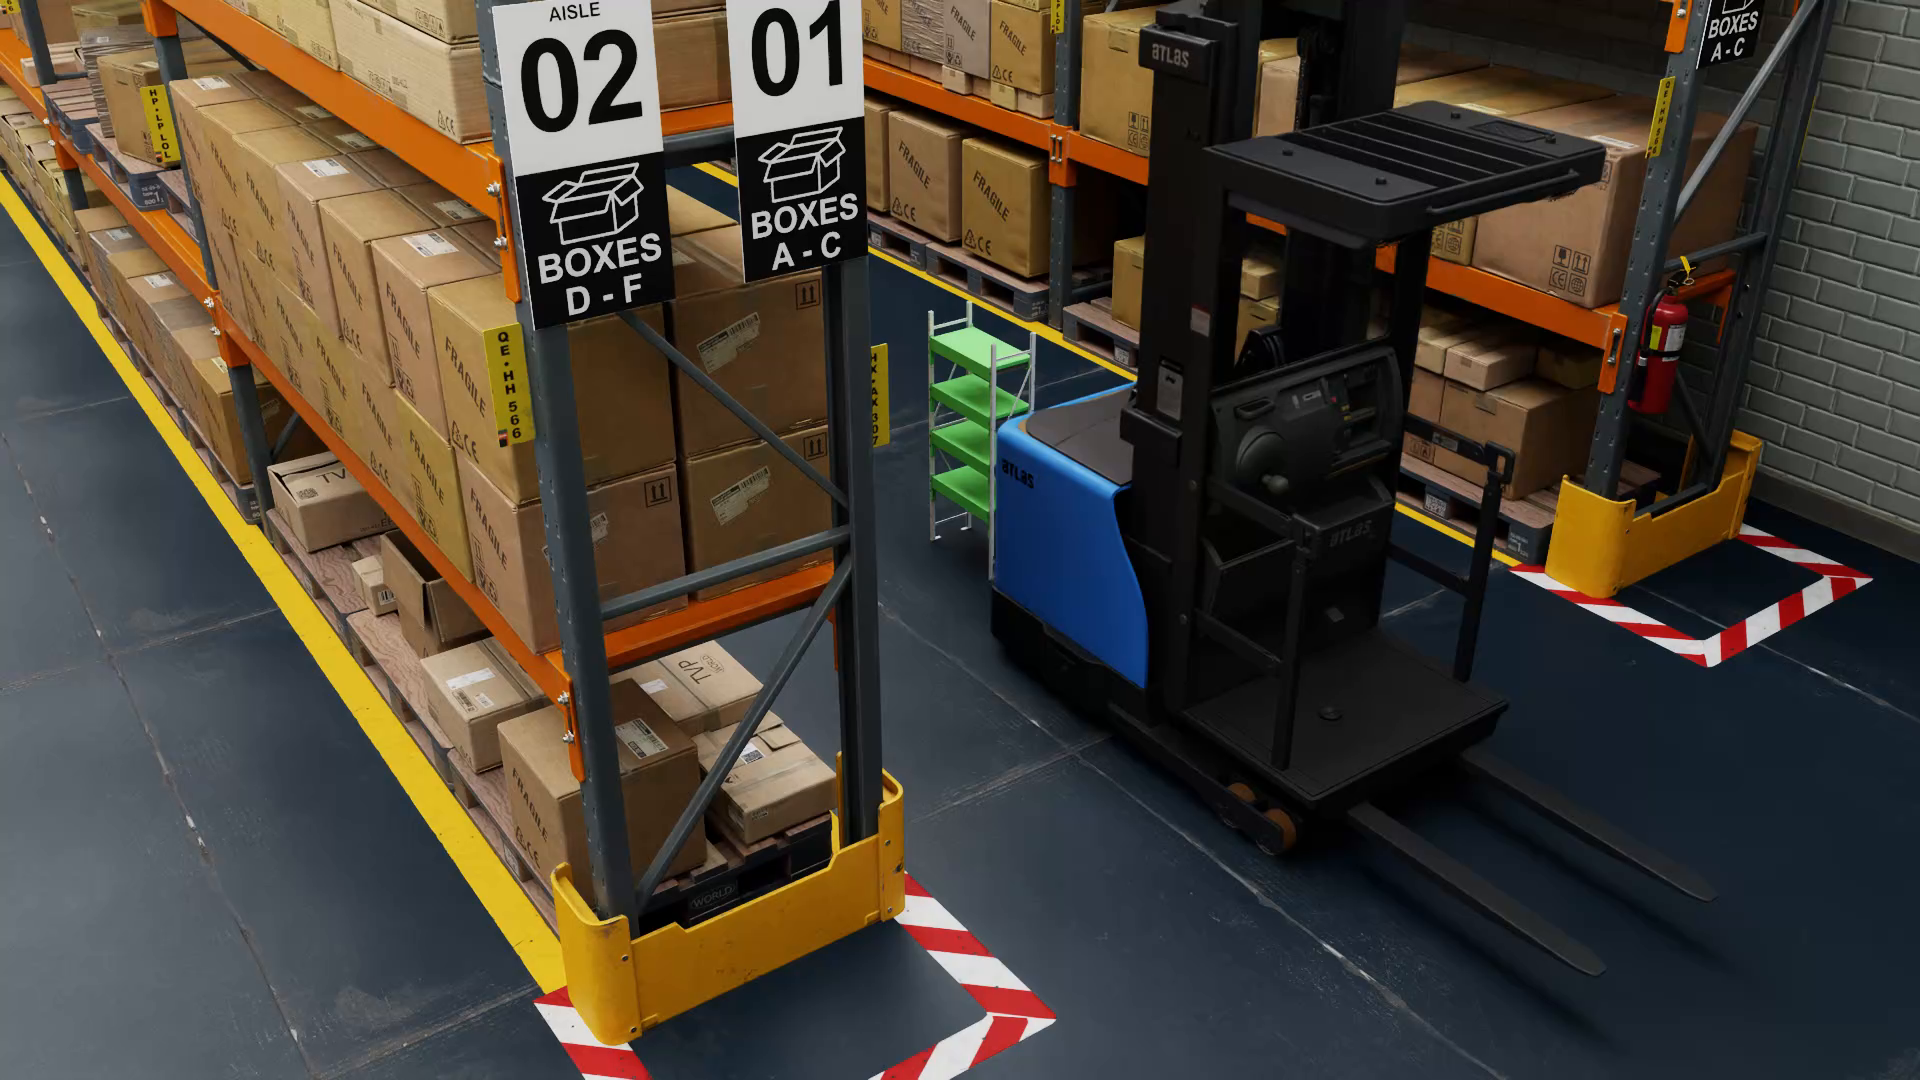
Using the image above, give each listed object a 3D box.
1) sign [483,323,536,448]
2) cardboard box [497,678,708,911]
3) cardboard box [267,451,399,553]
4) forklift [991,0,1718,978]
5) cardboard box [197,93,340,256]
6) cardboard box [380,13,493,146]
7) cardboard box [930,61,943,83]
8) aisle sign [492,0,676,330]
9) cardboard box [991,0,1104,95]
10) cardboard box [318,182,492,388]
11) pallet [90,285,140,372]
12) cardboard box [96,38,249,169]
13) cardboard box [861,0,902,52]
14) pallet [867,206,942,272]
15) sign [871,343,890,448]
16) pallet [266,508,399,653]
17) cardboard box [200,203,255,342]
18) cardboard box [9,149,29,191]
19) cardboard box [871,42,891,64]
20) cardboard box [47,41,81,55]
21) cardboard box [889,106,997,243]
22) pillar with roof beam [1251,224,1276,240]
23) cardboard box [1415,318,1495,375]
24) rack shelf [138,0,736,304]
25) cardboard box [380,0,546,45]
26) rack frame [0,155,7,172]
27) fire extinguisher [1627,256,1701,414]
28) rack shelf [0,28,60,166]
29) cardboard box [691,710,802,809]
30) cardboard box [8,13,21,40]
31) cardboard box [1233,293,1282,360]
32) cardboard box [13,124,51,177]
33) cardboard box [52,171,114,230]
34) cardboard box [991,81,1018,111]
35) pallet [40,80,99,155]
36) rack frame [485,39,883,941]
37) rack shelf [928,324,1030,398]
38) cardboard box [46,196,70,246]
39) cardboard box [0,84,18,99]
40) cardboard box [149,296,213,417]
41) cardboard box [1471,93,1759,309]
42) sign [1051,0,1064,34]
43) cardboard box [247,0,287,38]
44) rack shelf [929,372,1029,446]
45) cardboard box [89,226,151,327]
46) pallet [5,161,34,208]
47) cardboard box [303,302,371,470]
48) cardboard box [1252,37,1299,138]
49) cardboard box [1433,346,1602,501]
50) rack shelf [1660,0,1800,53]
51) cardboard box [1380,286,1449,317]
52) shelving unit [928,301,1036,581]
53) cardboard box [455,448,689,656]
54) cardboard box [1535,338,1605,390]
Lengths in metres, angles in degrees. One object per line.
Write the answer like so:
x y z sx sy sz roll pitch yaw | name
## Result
-1.163 -0.398 4.295 0.100 0.325 0.005 -19 34 -31 | sign
-1.215 0.866 5.671 0.500 0.500 0.500 -19 34 -31 | cardboard box
-2.952 -0.240 7.905 0.500 0.311 0.500 -19 34 -31 | cardboard box
1.400 -0.394 5.905 1.130 2.935 3.031 -19 34 -31 | forklift
-2.675 -1.473 6.666 0.500 0.500 0.500 -20 34 -32 | cardboard box
-1.212 -1.275 4.469 0.500 0.250 0.500 -19 34 -31 | cardboard box
0.019 -3.180 11.204 0.380 0.149 0.250 -19 34 -31 | cardboard box
-0.909 -0.927 4.090 0.394 0.787 0.004 -19 34 -31 | aisle sign
0.541 -3.117 10.409 0.500 0.500 0.500 -19 34 -31 | cardboard box
-1.779 -0.873 5.561 0.500 0.500 0.500 -18 33 -29 | cardboard box
-4.937 -1.480 10.754 1.003 0.211 1.213 -19 34 -31 | pallet
-4.094 -2.349 8.888 0.500 0.500 0.700 22 35 34 | cardboard box
-0.342 -3.703 11.488 0.500 0.500 0.500 -18 33 -29 | cardboard box
-0.207 -2.352 12.360 1.003 0.211 1.213 -19 34 -31 | pallet
-0.257 -0.427 4.985 0.100 0.325 0.005 -19 34 -31 | sign
-2.622 0.042 7.952 1.003 0.211 1.213 -19 34 -31 | pallet
-2.945 -1.221 7.251 0.500 0.500 0.500 -18 33 -29 | cardboard box
-7.029 -2.912 12.910 0.500 0.250 0.500 -20 34 -32 | cardboard box
-0.405 -3.492 11.779 0.380 0.149 0.250 -19 34 -30 | cardboard box
-6.125 -3.376 11.586 0.380 0.149 0.250 -16 32 -27 | cardboard box
0.013 -2.625 11.753 0.750 0.750 0.750 -18 33 -29 | cardboard box
-1.382 -4.236 6.620 9.100 9.000 0.400 -19 34 -31 | pillar with roof beam
2.475 -0.983 8.416 0.380 0.149 0.250 -18 33 -29 | cardboard box
-1.859 -1.675 5.803 1.077 0.370 4.000 -19 34 -31 | rack shelf
-1.205 -1.497 4.354 0.500 0.250 0.500 -19 34 -31 | cardboard box
-7.660 -4.561 13.505 1.000 3.000 0.127 -19 34 -31 | rack frame
3.046 -0.884 7.207 0.296 0.674 0.183 -19 34 -31 | fire extinguisher
-6.499 -3.467 12.245 1.077 0.370 4.000 -19 34 -31 | rack shelf
-0.807 0.801 6.140 0.380 0.166 0.250 -19 34 -31 | cardboard box
-6.922 -4.097 12.546 0.500 0.500 0.500 -16 32 -27 | cardboard box
1.949 -1.194 9.485 0.700 0.500 0.500 -18 33 -30 | cardboard box
-6.730 -2.957 12.405 0.500 0.311 0.500 -18 33 -29 | cardboard box
-5.844 -2.364 11.314 0.500 0.311 0.500 -18 33 -29 | cardboard box
0.421 -2.867 10.628 0.380 0.149 0.250 -18 33 -30 | cardboard box
-4.889 -2.678 10.238 1.213 0.211 1.003 -19 34 -31 | pallet
-0.699 0.104 4.915 1.000 3.000 0.127 -19 34 -31 | rack frame
0.096 -0.829 7.647 0.258 0.148 0.480 -19 34 -31 | rack shelf
-6.145 -2.319 11.817 0.500 0.250 0.500 -19 34 -31 | cardboard box
-7.623 -3.554 13.505 0.500 0.311 0.500 -19 34 -30 | cardboard box
-4.109 -1.048 9.195 0.500 0.500 0.500 -18 33 -30 | cardboard box
3.030 -1.596 7.731 0.980 0.700 0.700 -17 33 -28 | cardboard box
0.577 -3.144 9.765 0.100 0.325 0.005 -19 34 -31 | sign
-2.070 -1.862 5.550 0.500 0.250 0.500 -19 34 -31 | cardboard box
0.096 -0.618 7.761 0.258 0.148 0.480 -19 34 -31 | rack shelf
-5.000 -1.643 10.290 0.500 0.500 0.500 -20 34 -32 | cardboard box
-7.200 -3.060 13.663 1.003 0.211 1.213 -19 34 -31 | pallet
-2.061 -0.631 6.164 0.500 0.500 0.500 -19 34 -31 | cardboard box
1.734 -2.455 9.313 0.980 0.700 0.700 -20 34 -32 | cardboard box
2.847 -0.599 8.390 0.700 0.500 0.500 -19 34 -31 | cardboard box
2.174 -3.048 8.331 1.077 0.370 4.000 -19 34 -31 | rack shelf
2.495 -1.284 8.971 0.380 0.149 0.250 -18 33 -30 | cardboard box
0.096 -0.463 7.845 0.258 1.200 0.503 -19 34 -31 | shelving unit
-1.180 -0.039 5.073 0.500 0.500 0.500 -18 33 -29 | cardboard box
3.082 -0.891 8.247 0.380 0.149 0.250 -19 34 -30 | cardboard box
